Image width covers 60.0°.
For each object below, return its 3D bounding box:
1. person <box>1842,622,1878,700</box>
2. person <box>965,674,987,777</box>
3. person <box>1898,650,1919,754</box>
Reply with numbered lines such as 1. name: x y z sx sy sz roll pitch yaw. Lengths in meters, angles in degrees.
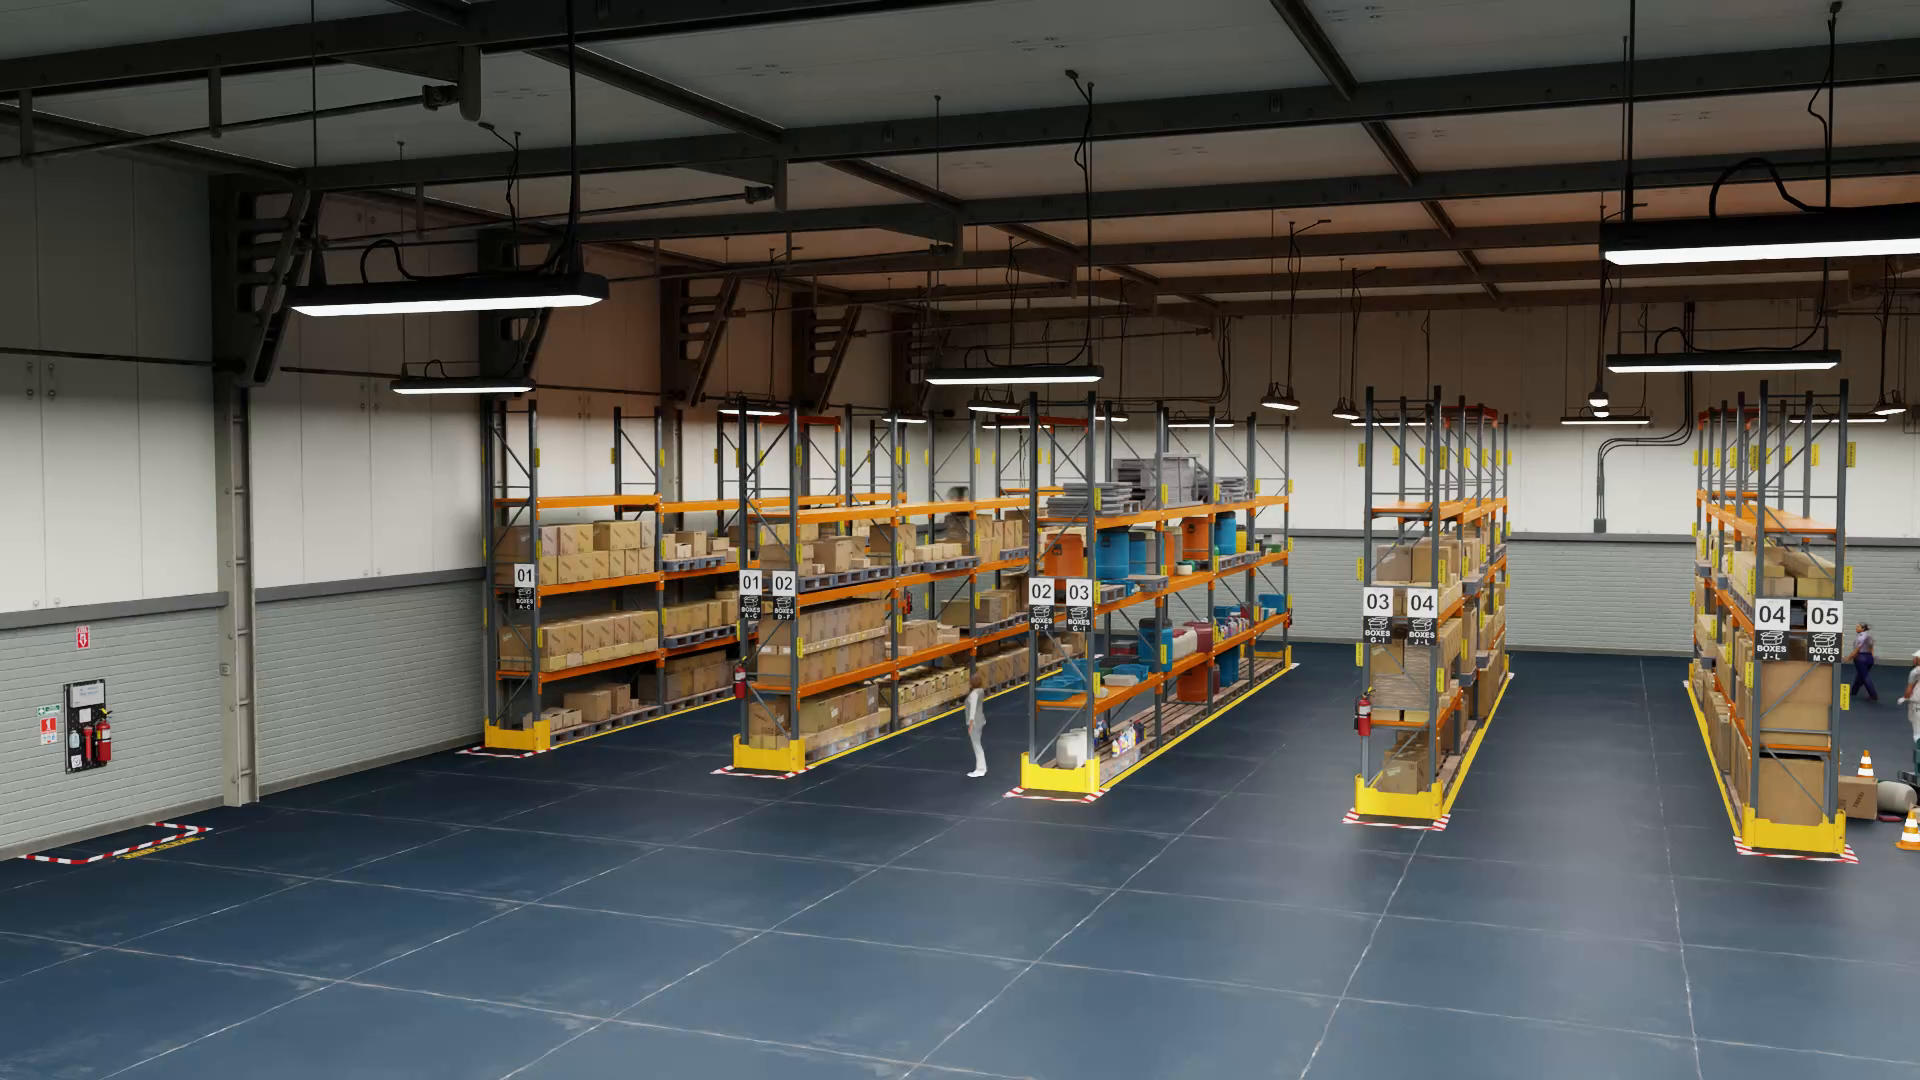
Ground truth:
1. person: 18.602 2.481 34.395 0.633 1.589 1.001 -1 3 -16
2. person: 0.251 2.920 26.120 0.347 1.631 0.512 1 3 16
3. person: 16.038 2.731 27.794 0.619 1.822 0.542 1 3 11
